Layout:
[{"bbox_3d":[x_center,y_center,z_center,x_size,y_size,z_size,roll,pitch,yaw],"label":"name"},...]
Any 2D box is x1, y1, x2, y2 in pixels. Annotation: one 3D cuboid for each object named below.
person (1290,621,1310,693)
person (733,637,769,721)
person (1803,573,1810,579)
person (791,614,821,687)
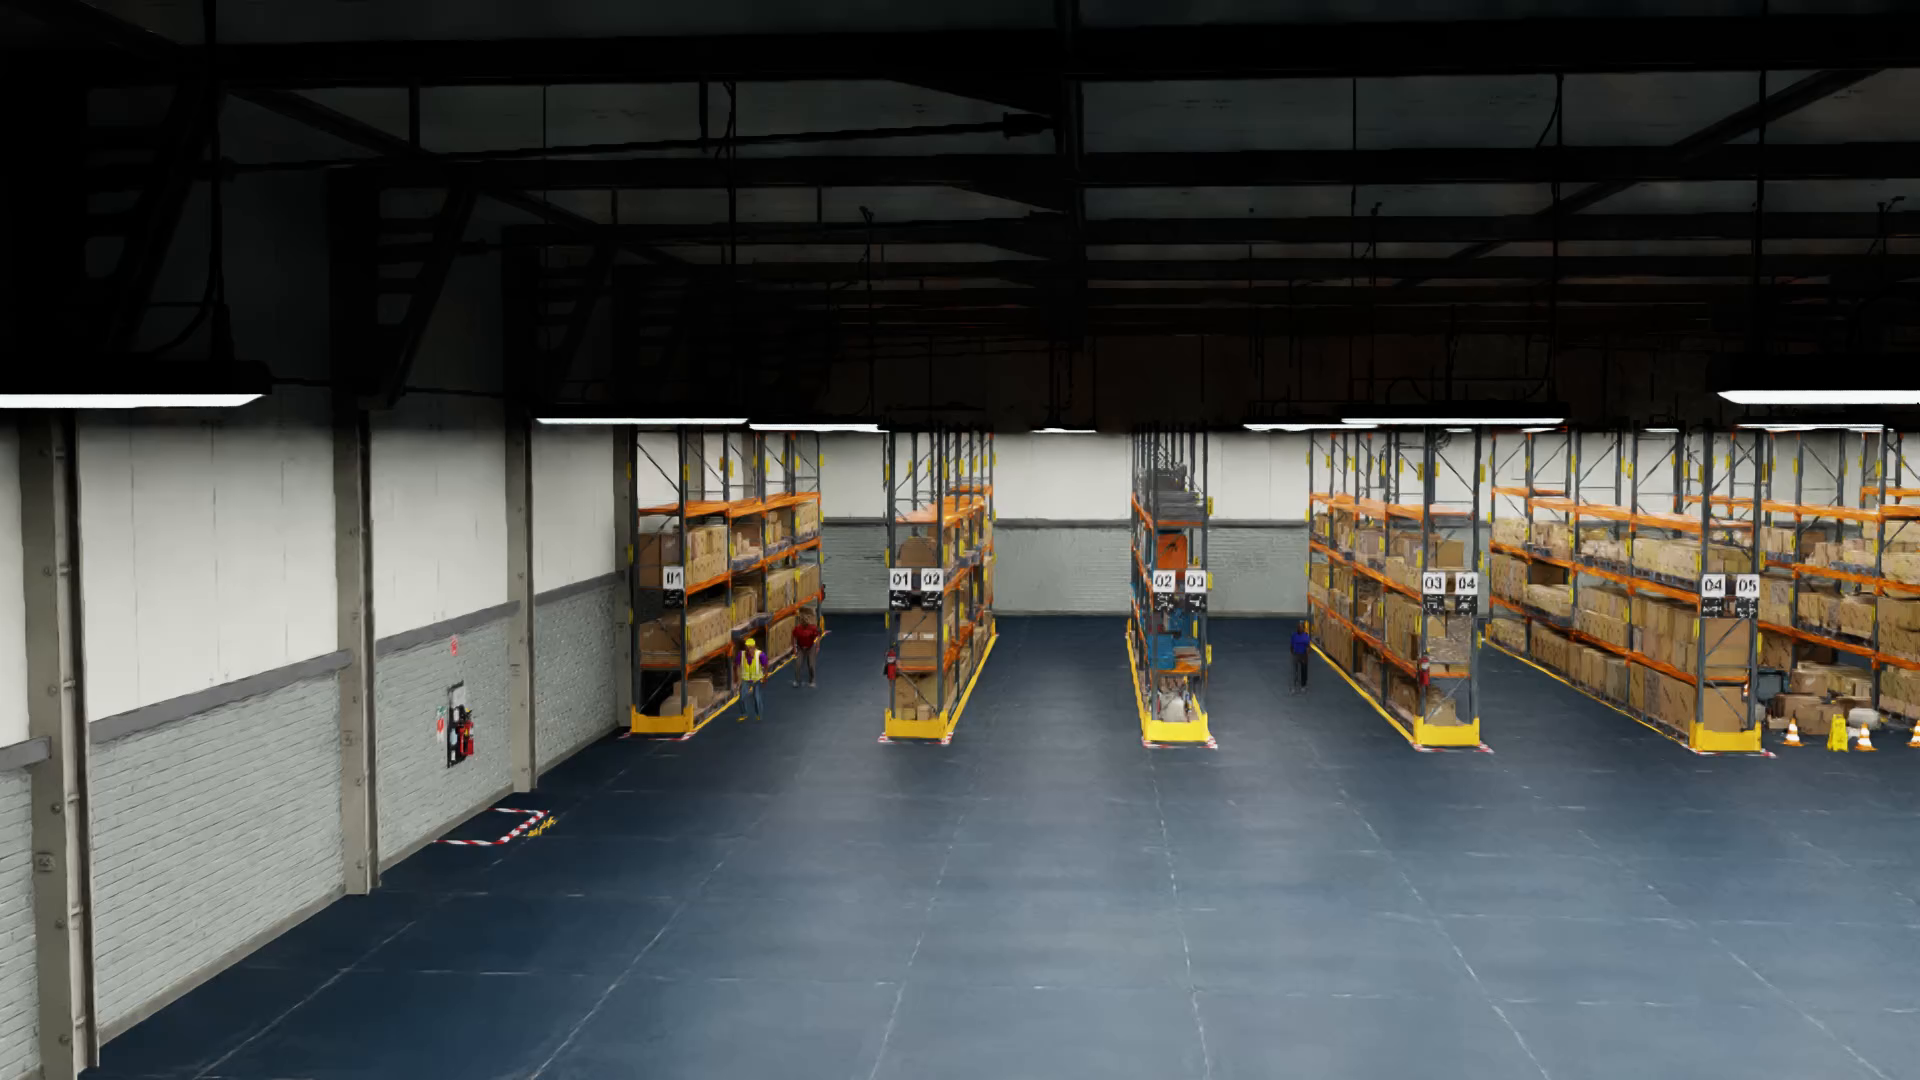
[{"bbox_3d":[7.537,2.583,36.834,0.443,1.587,1.000,1,4,13],"label":"person"},{"bbox_3d":[-4.162,2.779,33.104,0.719,1.714,0.578,0,4,3],"label":"person"},{"bbox_3d":[24.901,1.826,48.765,0.501,1.690,0.608,-2,4,-31],"label":"person"},{"bbox_3d":[-3.499,2.503,37.736,0.682,1.676,0.535,0,4,3],"label":"person"}]
